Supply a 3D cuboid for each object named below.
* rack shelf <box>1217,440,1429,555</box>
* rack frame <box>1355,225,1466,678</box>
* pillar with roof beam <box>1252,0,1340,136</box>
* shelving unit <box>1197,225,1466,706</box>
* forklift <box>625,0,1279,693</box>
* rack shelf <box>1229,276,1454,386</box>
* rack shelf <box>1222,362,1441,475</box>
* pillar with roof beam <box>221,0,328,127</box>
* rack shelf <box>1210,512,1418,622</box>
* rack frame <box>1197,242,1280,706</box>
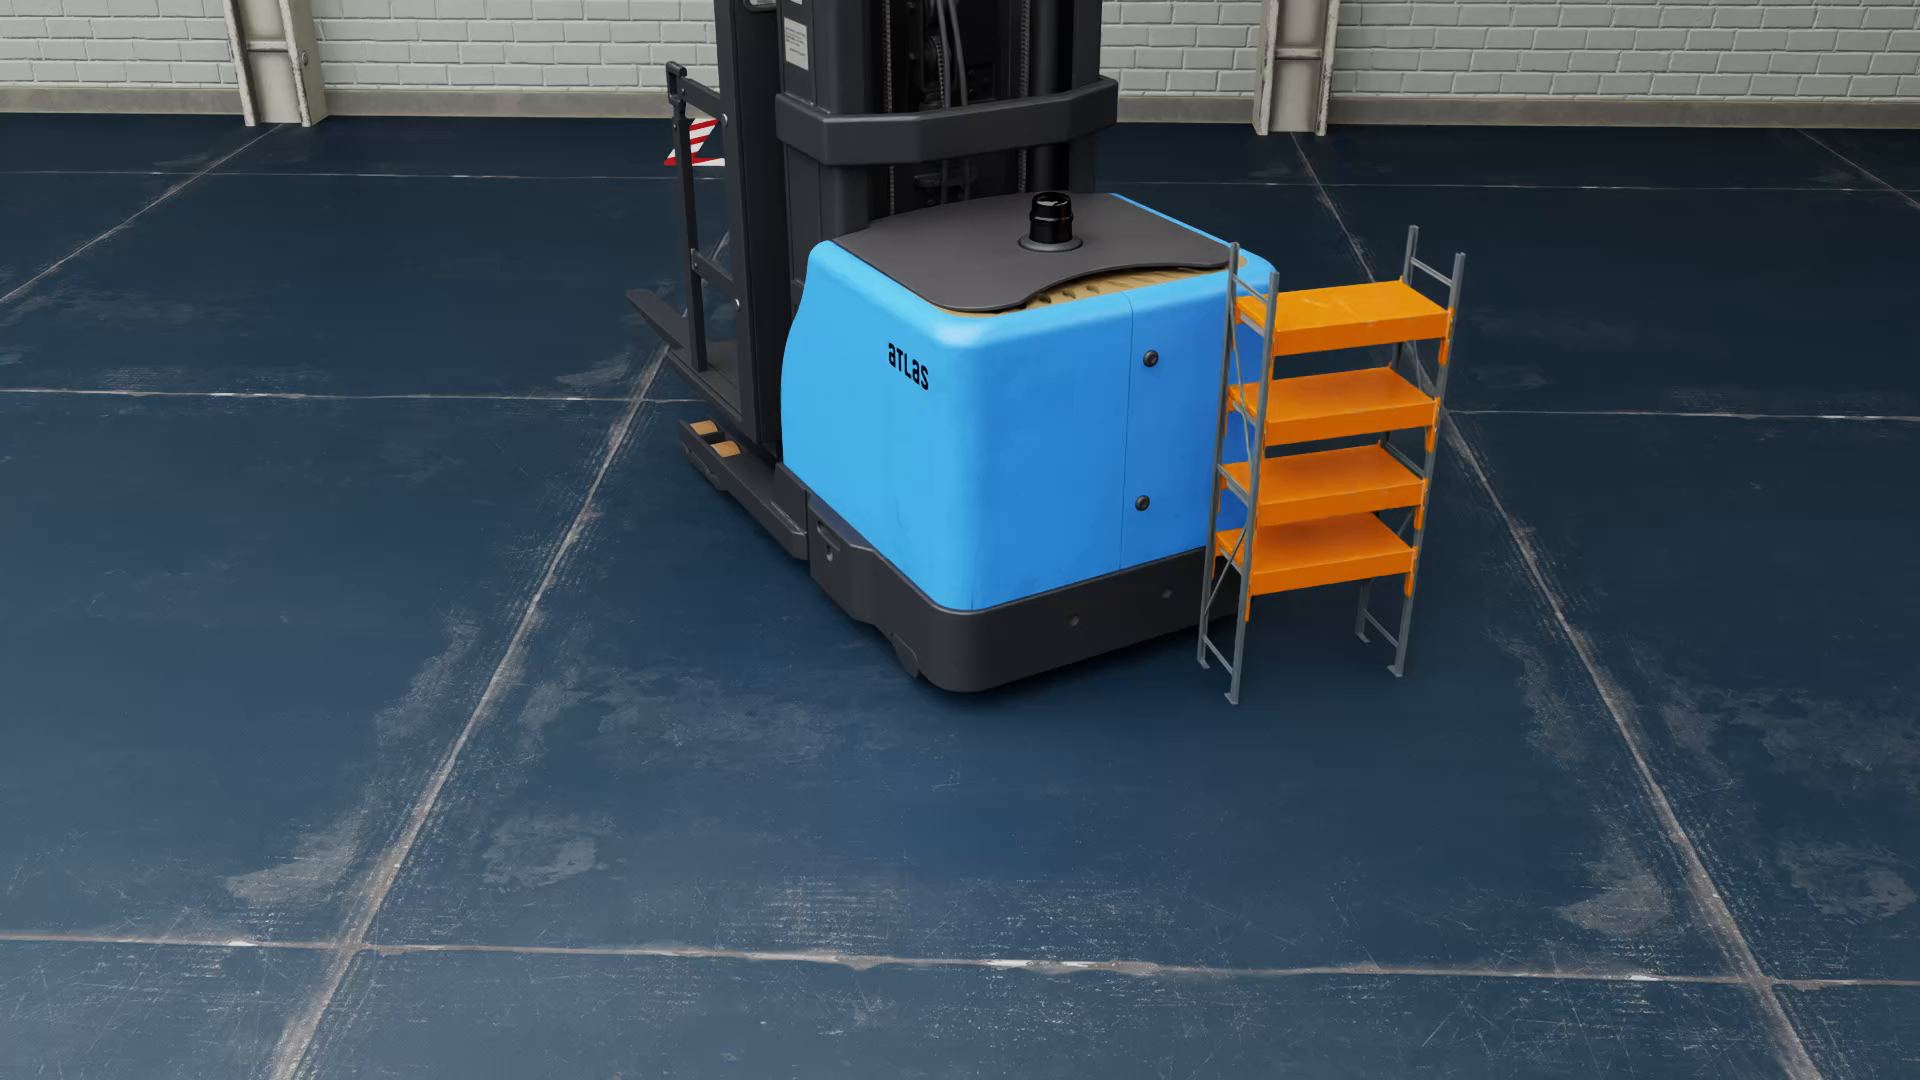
[{"bbox_3d":[0.933,-0.116,4.329,0.480,0.148,0.258,-8,29,-14],"label":"rack shelf"},{"bbox_3d":[1.168,-0.207,4.358,0.015,1.200,0.240,-8,29,-14],"label":"rack frame"},{"bbox_3d":[1.793,-4.396,3.935,0.400,9.000,9.100,1,28,2],"label":"pillar with roof beam"},{"bbox_3d":[0.933,-0.175,4.297,0.503,1.200,0.258,-8,29,-14],"label":"shelving unit"},{"bbox_3d":[-0.308,-1.553,5.050,1.130,2.935,3.031,-15,31,-26],"label":"forklift"},{"bbox_3d":[0.934,-0.521,4.111,0.480,0.148,0.258,-8,29,-14],"label":"rack shelf"},{"bbox_3d":[0.934,-0.313,4.223,0.480,0.148,0.258,-8,29,-14],"label":"rack shelf"},{"bbox_3d":[-4.204,-4.495,4.122,0.400,9.000,9.100,1,28,2],"label":"pillar with roof beam"},{"bbox_3d":[0.933,0.059,4.423,0.480,0.148,0.258,-8,29,-14],"label":"rack shelf"},{"bbox_3d":[0.699,-0.143,4.237,0.015,1.200,0.240,-8,29,-14],"label":"rack frame"}]
